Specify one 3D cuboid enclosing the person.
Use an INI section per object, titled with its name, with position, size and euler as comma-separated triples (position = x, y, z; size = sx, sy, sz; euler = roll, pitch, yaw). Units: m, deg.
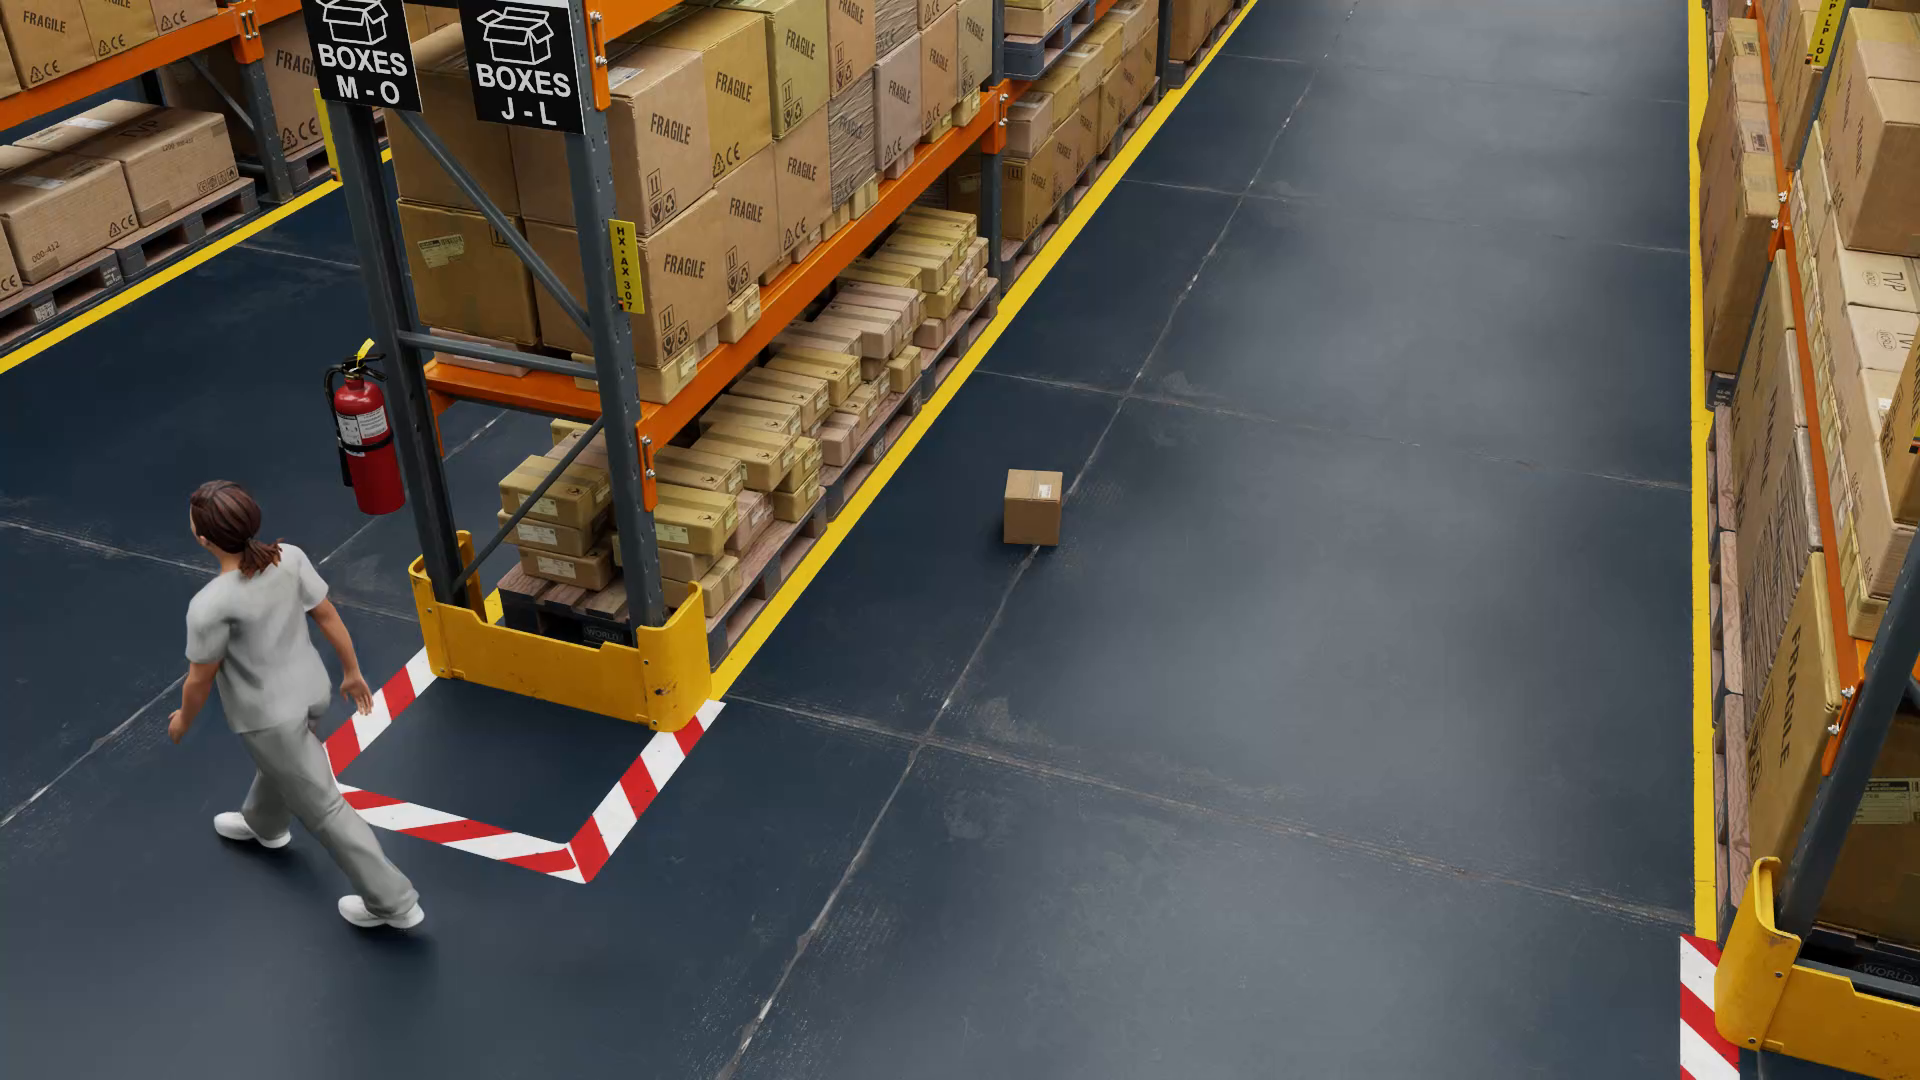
[person]
position = -2.280, 0.499, 5.370
size = 1.047, 1.609, 0.471
euler = 12, 35, 18
